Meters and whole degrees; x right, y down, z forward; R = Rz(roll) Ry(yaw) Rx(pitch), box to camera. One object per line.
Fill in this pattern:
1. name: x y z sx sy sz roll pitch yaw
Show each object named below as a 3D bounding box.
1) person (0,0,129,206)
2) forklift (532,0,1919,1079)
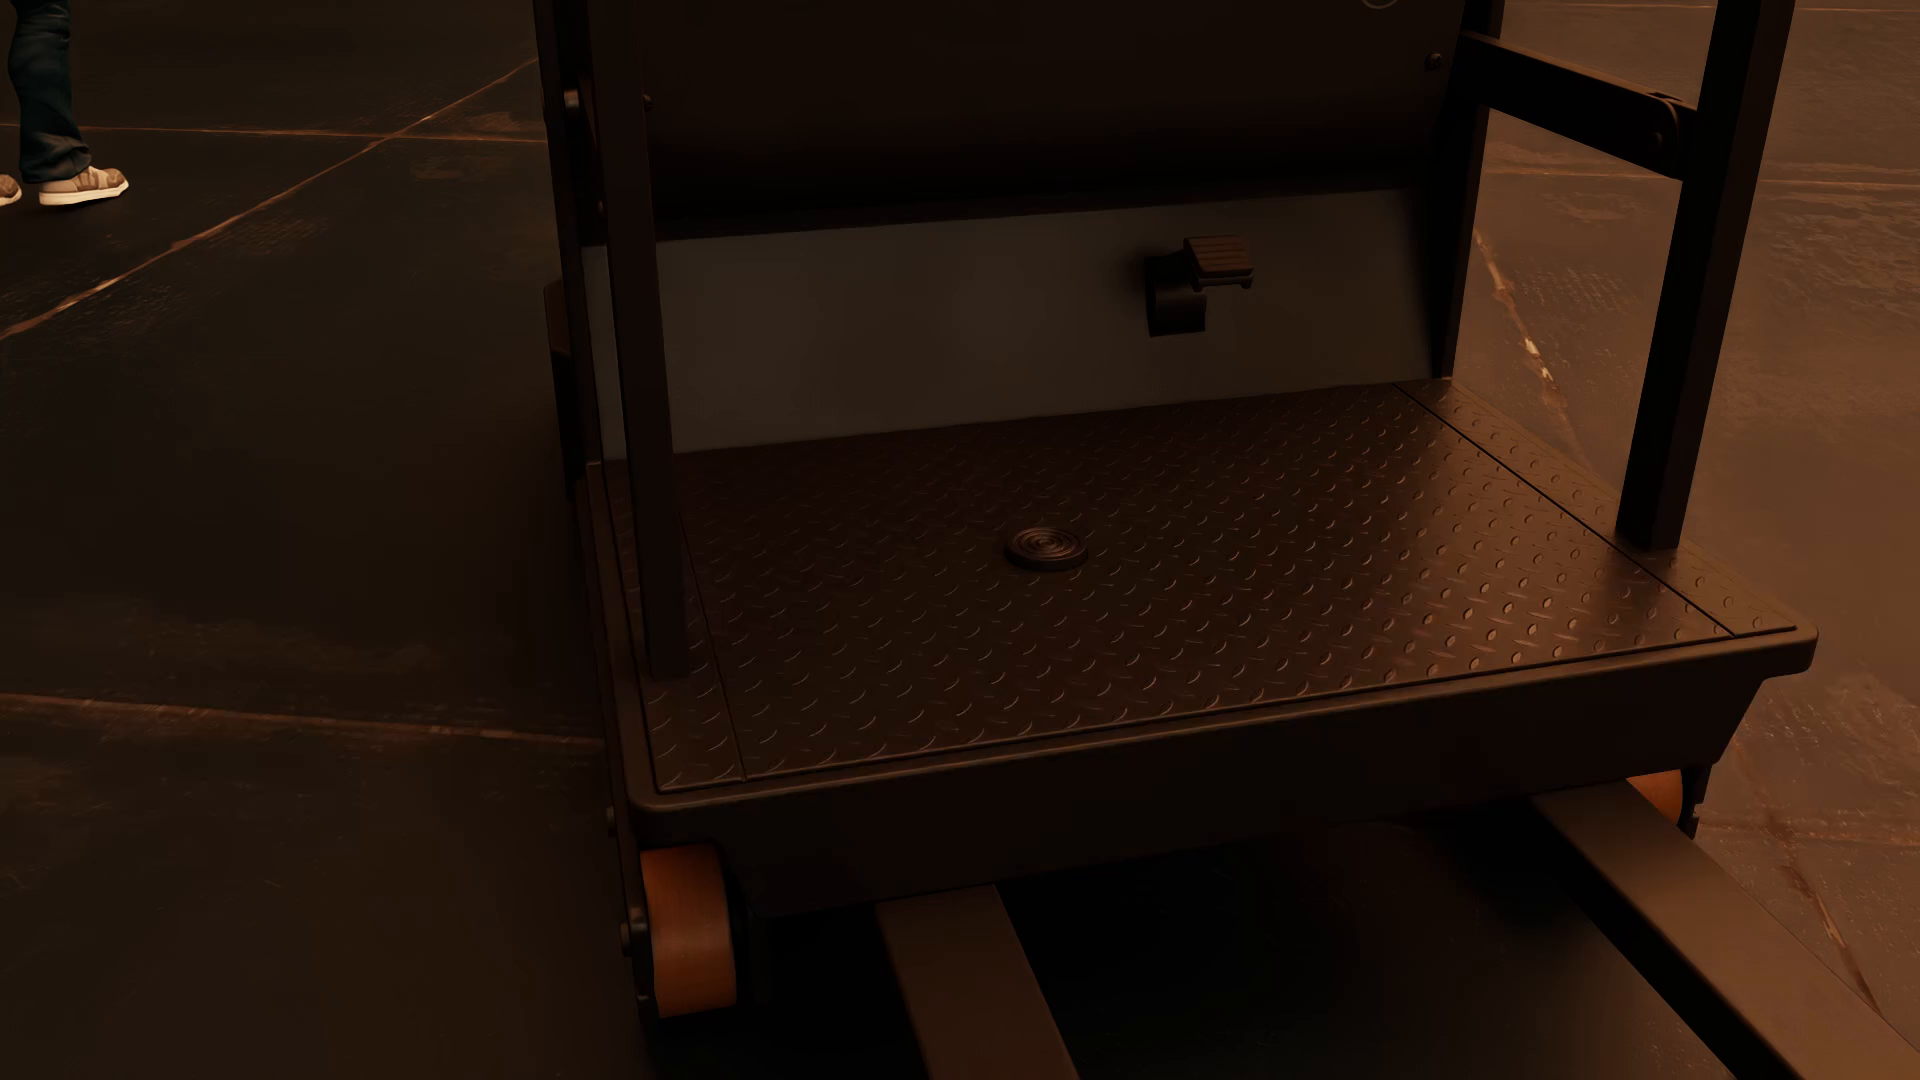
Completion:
1. person: -2.372 -1.535 3.859 0.632 1.554 0.449 12 29 23
2. forklift: 0.153 -1.049 1.319 1.130 2.935 3.031 -7 27 -13
